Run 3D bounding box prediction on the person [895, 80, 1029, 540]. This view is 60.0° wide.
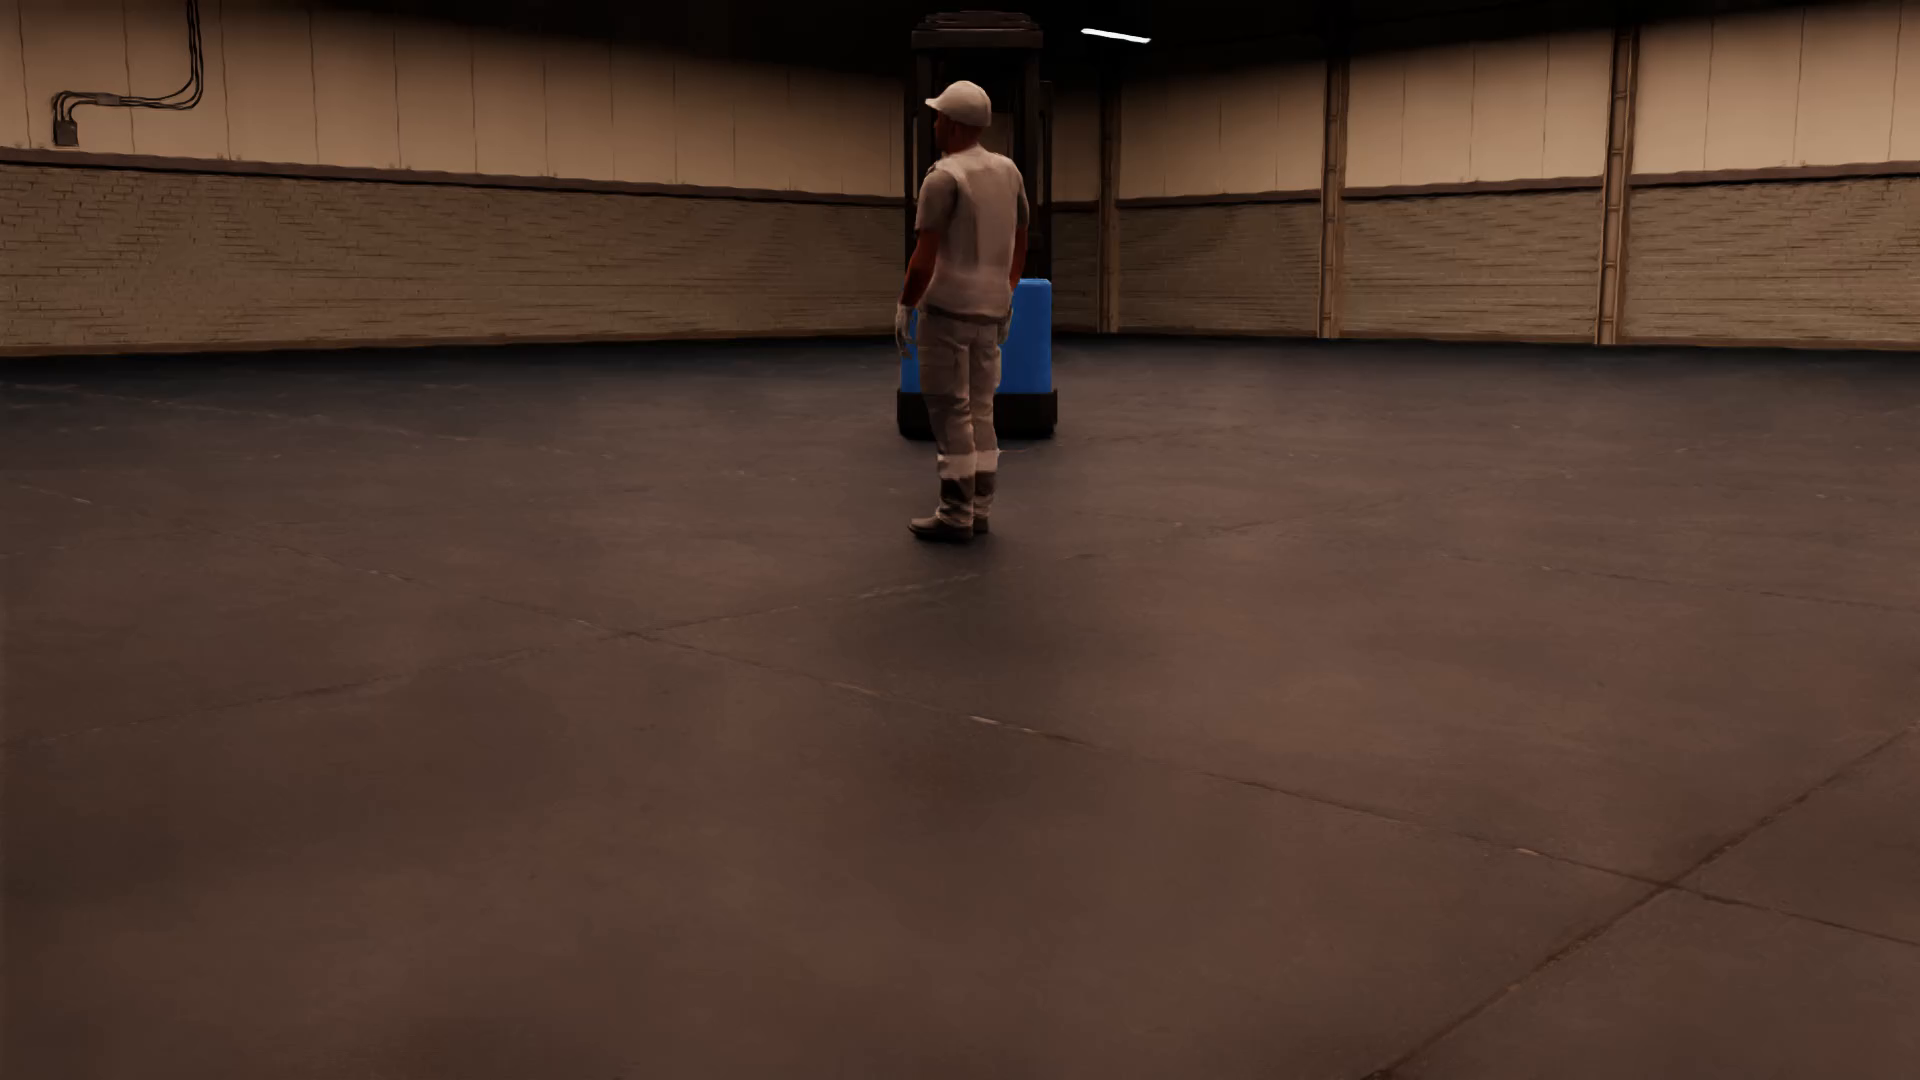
[{"bbox_3d":[-0.050,-0.901,6.646,0.563,1.787,0.637,8,12,43],"label":"person"}]

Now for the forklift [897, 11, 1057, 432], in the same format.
[{"bbox_3d":[0.139,-2.358,12.534,1.130,2.935,3.031,0,9,1],"label":"forklift"}]
